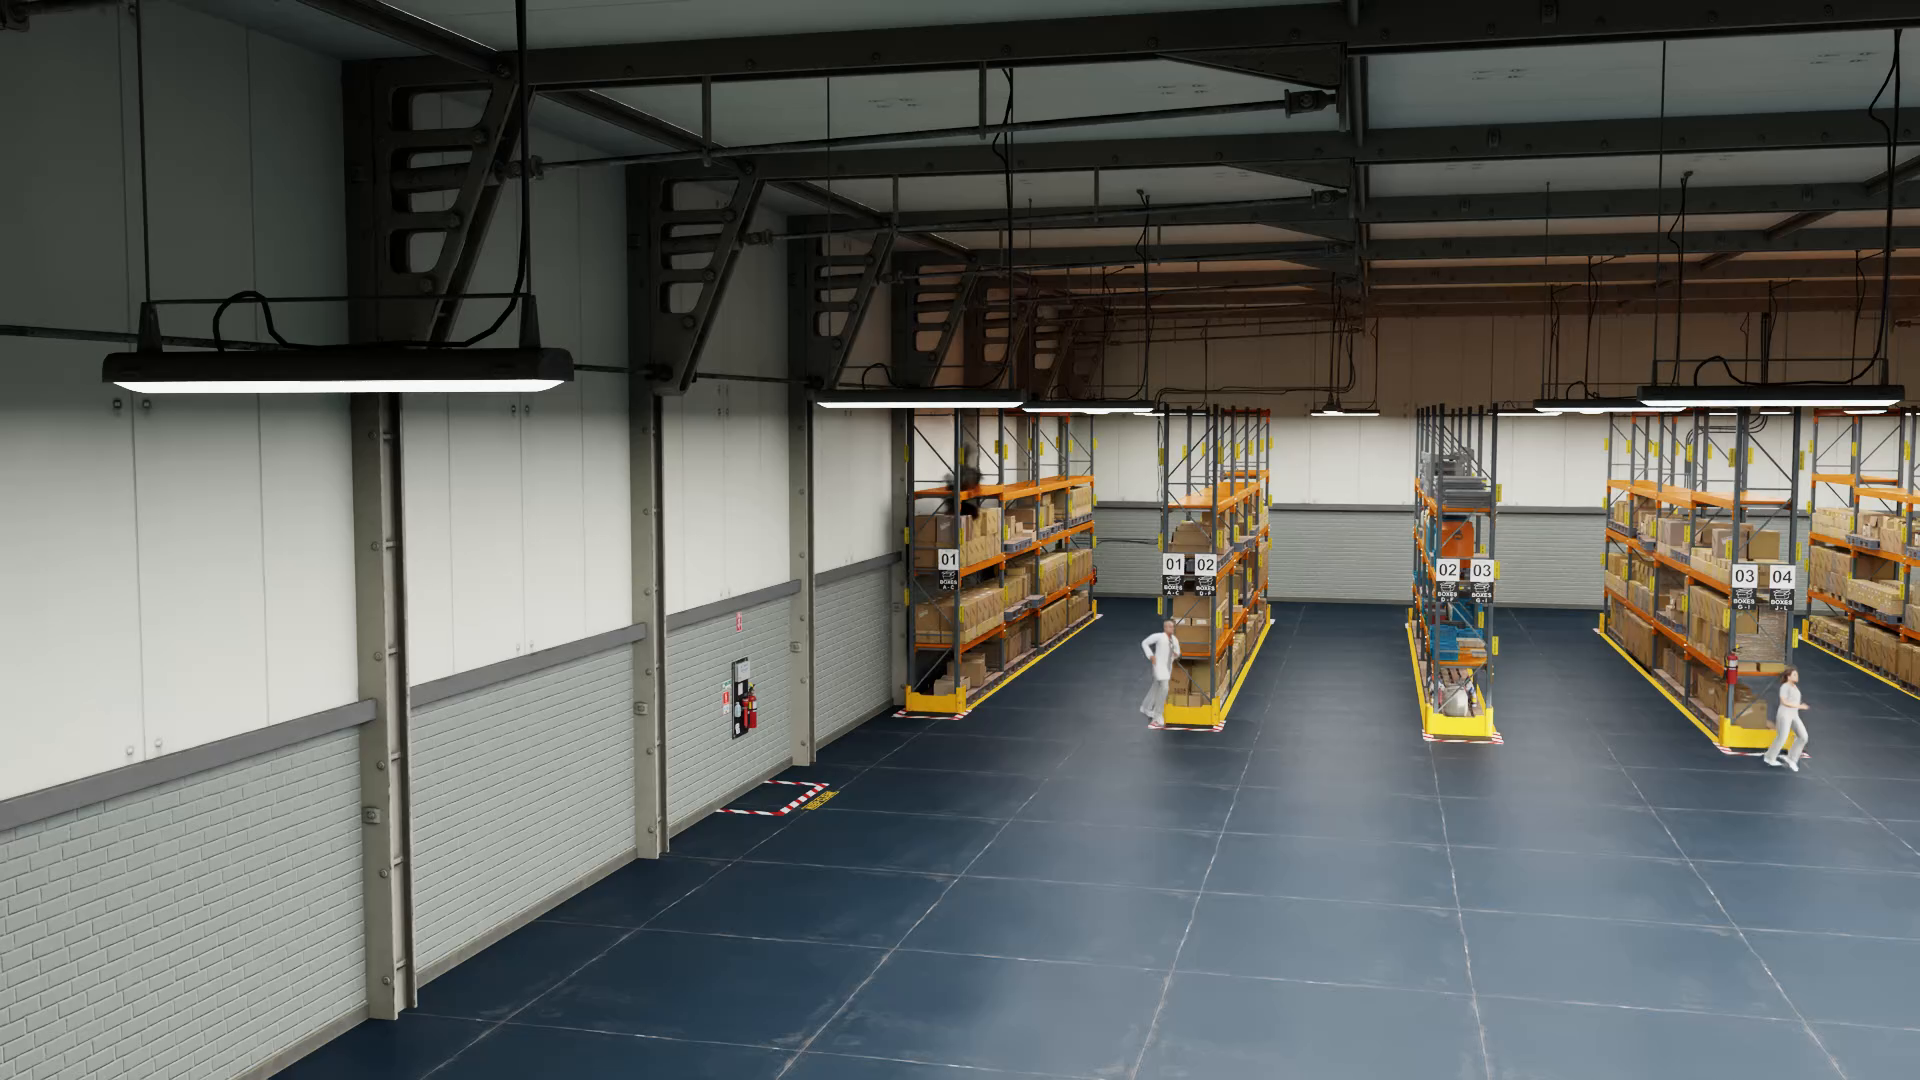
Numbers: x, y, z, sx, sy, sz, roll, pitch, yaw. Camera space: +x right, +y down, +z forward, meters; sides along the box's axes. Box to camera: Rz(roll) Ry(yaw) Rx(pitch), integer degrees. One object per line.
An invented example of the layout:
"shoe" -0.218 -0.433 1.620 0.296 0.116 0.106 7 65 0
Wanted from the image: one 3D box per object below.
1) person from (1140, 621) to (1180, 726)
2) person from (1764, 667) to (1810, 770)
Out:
"person" 3.651 2.389 30.201 0.681 1.868 0.728 -4 6 -44
"person" 13.540 2.931 27.156 0.583 1.721 0.722 -3 5 -35
